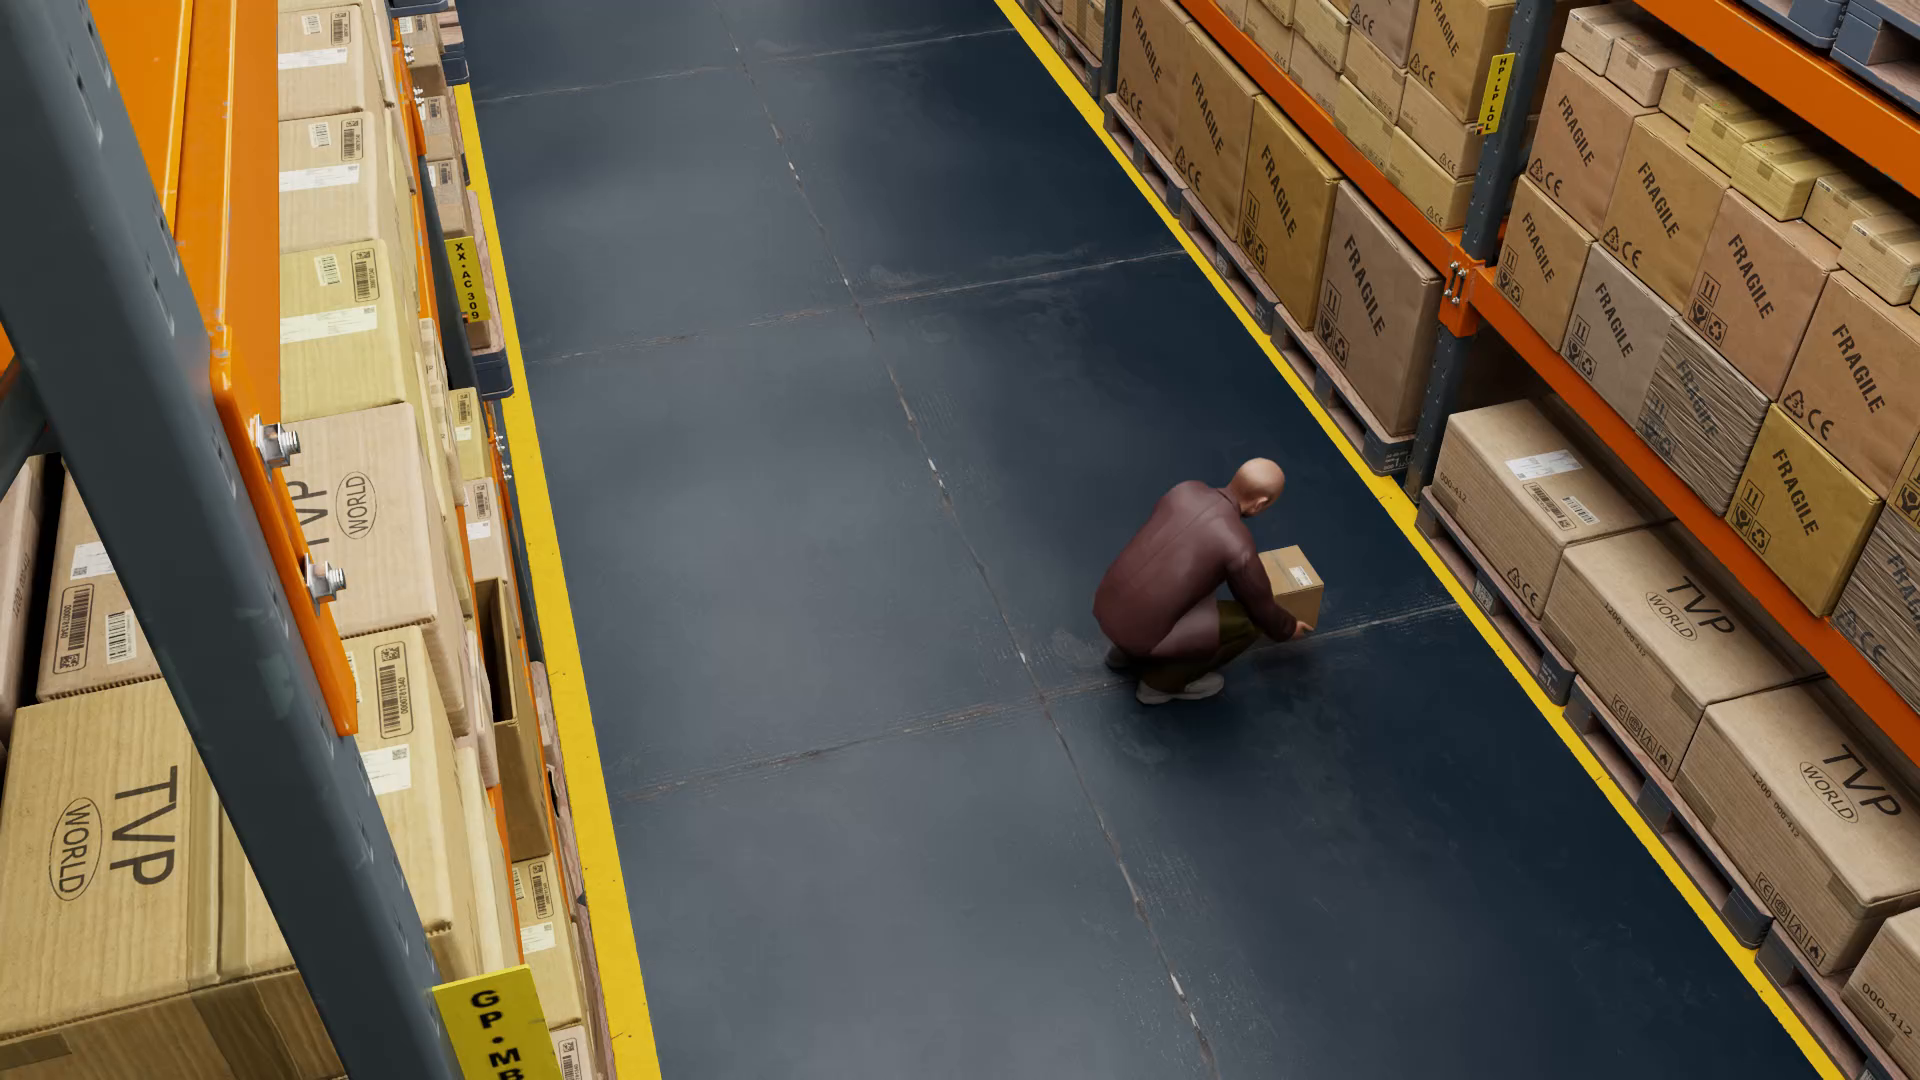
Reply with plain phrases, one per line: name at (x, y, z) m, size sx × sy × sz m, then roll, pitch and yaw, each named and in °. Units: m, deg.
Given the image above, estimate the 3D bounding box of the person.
person at (0.962, 0.153, 6.606) m, size 0.899 × 0.997 × 0.594 m, roll -12°, pitch 43°, yaw -13°
